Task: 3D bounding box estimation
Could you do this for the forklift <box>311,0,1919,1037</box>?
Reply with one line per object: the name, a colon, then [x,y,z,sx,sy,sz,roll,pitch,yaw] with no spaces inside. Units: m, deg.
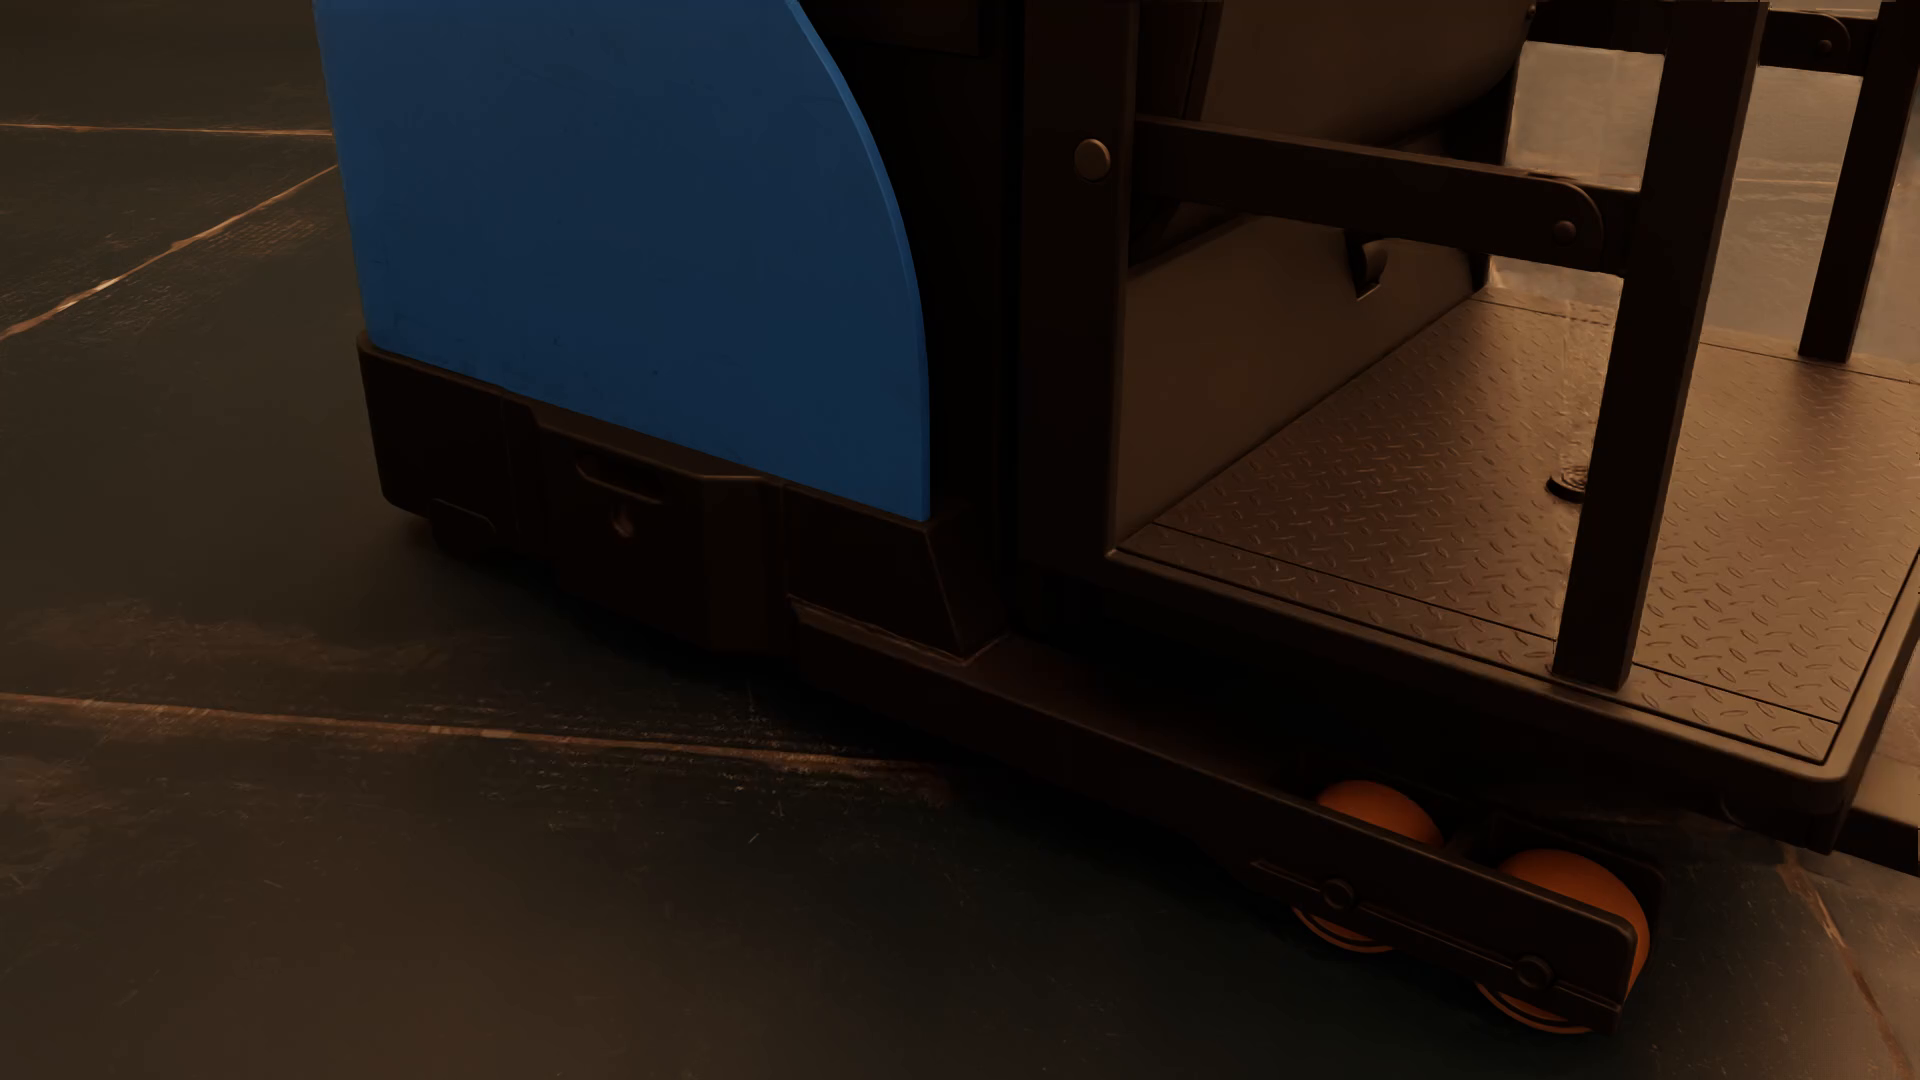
forklift: [0.624,-1.118,1.458,3.031,2.935,1.130,18,32,32]
